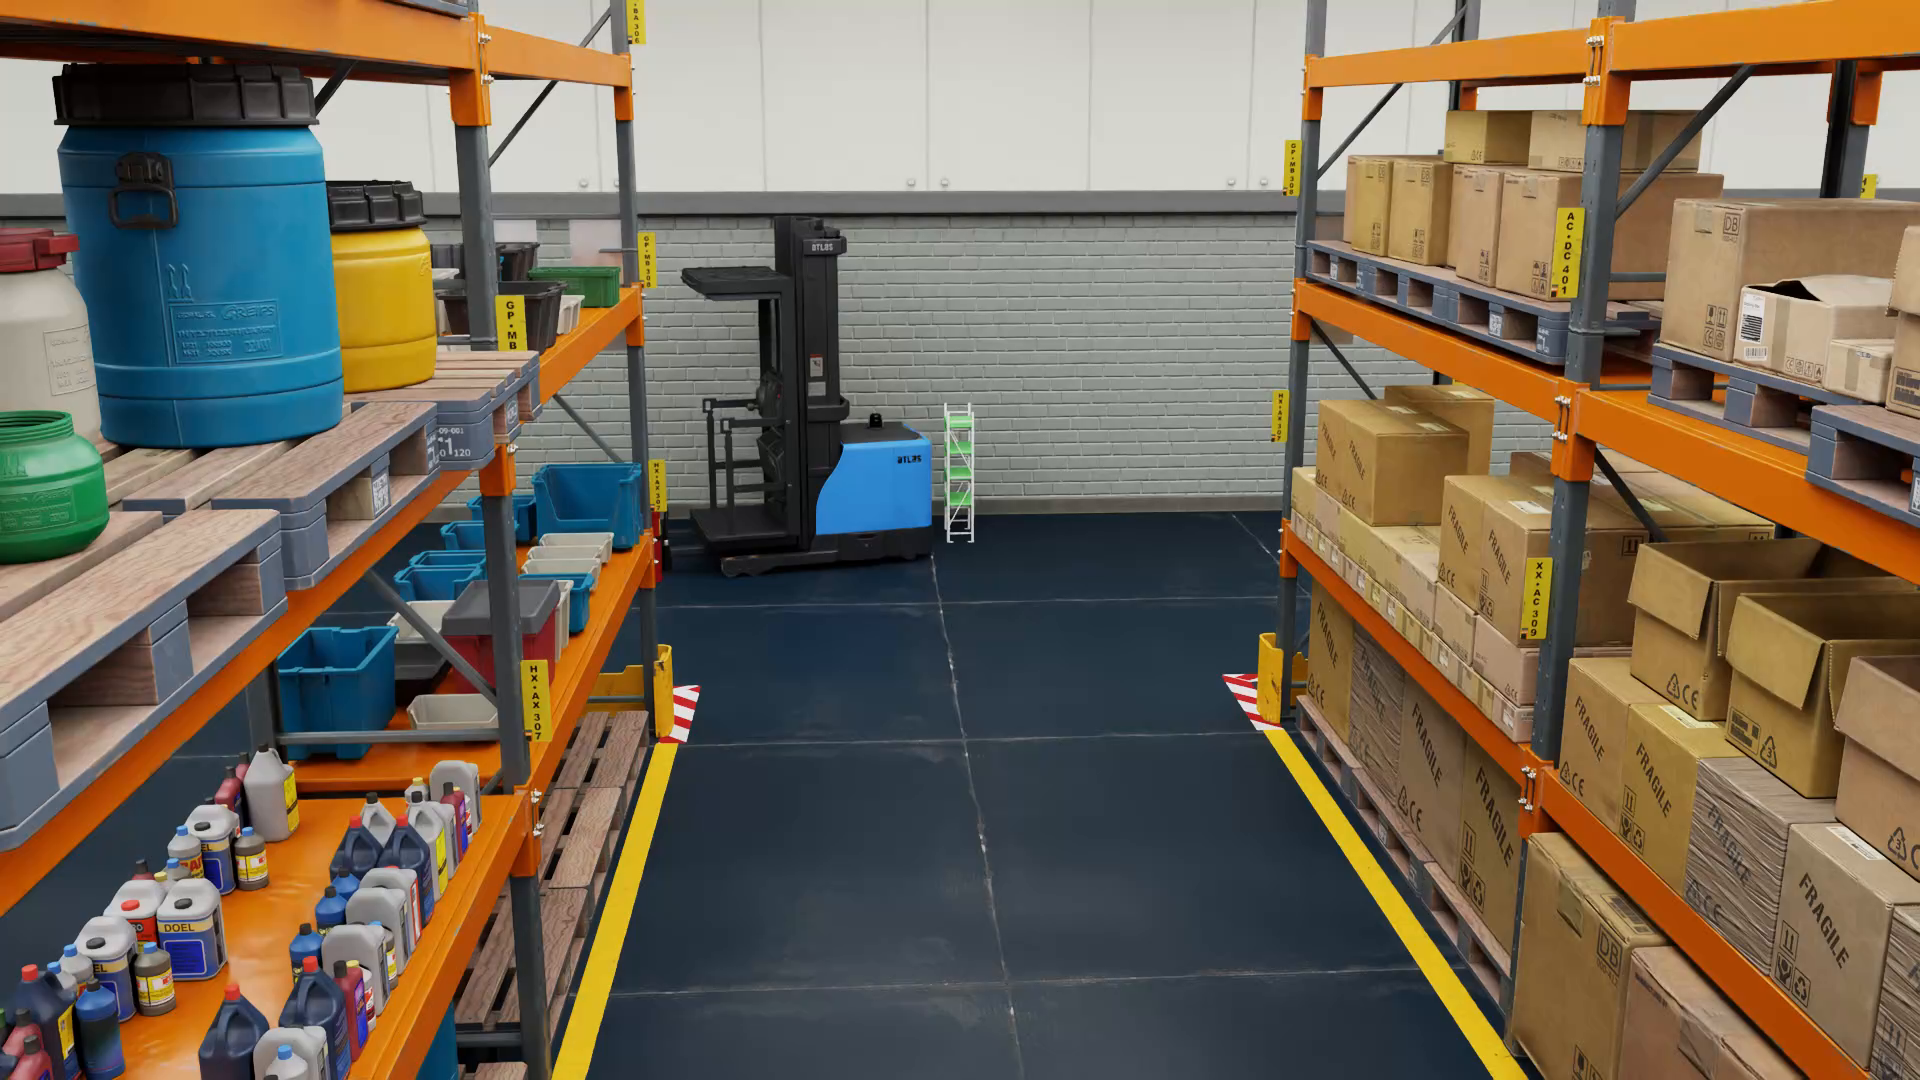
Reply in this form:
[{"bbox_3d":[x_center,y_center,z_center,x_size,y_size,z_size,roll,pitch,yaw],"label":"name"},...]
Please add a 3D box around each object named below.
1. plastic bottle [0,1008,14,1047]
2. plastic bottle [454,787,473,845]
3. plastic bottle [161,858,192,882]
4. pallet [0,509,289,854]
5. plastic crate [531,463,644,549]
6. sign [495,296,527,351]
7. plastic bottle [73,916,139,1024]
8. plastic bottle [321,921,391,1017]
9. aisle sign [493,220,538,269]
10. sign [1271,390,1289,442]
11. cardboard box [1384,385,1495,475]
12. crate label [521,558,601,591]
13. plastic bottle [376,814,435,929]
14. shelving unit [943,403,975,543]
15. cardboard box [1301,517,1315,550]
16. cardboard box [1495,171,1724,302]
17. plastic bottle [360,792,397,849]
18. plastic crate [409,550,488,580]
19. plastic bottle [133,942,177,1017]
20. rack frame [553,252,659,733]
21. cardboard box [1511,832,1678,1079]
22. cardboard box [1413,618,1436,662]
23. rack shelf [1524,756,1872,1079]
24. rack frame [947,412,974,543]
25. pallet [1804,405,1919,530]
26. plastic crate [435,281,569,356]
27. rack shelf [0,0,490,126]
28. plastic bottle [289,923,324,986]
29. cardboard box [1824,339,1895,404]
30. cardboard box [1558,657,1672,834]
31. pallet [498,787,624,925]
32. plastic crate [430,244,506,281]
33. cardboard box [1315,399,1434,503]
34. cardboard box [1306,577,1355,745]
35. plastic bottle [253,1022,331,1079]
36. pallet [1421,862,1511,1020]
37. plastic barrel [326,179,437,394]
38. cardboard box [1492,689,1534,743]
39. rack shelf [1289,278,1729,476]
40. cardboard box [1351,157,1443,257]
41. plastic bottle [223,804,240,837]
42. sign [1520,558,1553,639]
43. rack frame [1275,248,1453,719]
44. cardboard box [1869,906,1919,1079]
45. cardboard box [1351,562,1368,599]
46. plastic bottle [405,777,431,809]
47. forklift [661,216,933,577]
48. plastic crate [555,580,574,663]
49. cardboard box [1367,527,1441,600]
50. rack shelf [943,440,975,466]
[{"bbox_3d":[-2.447,1.347,4.231,0.061,0.283,0.133,-1,14,-3],"label":"plastic bottle"},{"bbox_3d":[-1.772,0.970,5.858,0.097,0.201,0.097,0,14,0],"label":"plastic bottle"},{"bbox_3d":[-2.497,1.114,5.298,0.097,0.201,0.097,0,14,0],"label":"plastic bottle"},{"bbox_3d":[-1.856,0.194,2.834,1.003,0.211,1.213,-1,14,-3],"label":"pallet"},{"bbox_3d":[-2.194,-0.208,9.847,0.616,0.435,0.499,-1,14,-3],"label":"plastic crate"},{"bbox_3d":[-1.605,-0.712,5.961,0.100,0.325,0.005,-1,14,-3],"label":"sign"},{"bbox_3d":[-2.434,1.222,4.731,0.152,0.276,0.135,-1,14,-3],"label":"plastic bottle"},{"bbox_3d":[-1.730,1.213,4.764,0.152,0.276,0.135,-1,14,-3],"label":"plastic bottle"},{"bbox_3d":[-2.702,-1.514,9.899,0.394,0.787,0.004,-1,14,-3],"label":"aisle sign"},{"bbox_3d":[1.988,-0.769,10.323,0.100,0.325,0.005,-1,14,-3],"label":"sign"},{"bbox_3d":[2.834,-0.636,9.902,0.500,0.500,0.500,-1,14,-3],"label":"cardboard box"},{"bbox_3d":[-2.125,0.198,8.871,0.396,0.136,0.243,-1,14,-3],"label":"crate label"},{"bbox_3d":[-1.759,1.046,5.264,0.144,0.351,0.185,-1,14,-3],"label":"plastic bottle"},{"bbox_3d":[-0.010,-0.622,15.260,0.258,1.200,0.503,-1,14,-3],"label":"shelving unit"},{"bbox_3d":[2.252,-0.040,9.889,0.380,0.149,0.250,-1,14,-4],"label":"cardboard box"},{"bbox_3d":[2.681,-1.270,6.904,0.700,0.500,0.500,-2,15,-7],"label":"cardboard box"},{"bbox_3d":[-1.914,1.002,5.434,0.144,0.351,0.185,-1,14,-3],"label":"plastic bottle"},{"bbox_3d":[-2.633,0.204,8.654,0.416,0.233,0.300,-1,14,-3],"label":"plastic crate"},{"bbox_3d":[-2.310,1.251,4.766,0.097,0.201,0.097,0,14,0],"label":"plastic bottle"},{"bbox_3d":[-2.402,-0.242,10.171,1.000,3.000,0.127,-1,14,-3],"label":"rack frame"},{"bbox_3d":[2.849,1.661,6.197,1.225,0.875,0.875,-1,14,-3],"label":"cardboard box"},{"bbox_3d":[2.380,0.471,7.903,0.380,0.149,0.250,-1,14,-2],"label":"cardboard box"},{"bbox_3d":[2.914,1.522,4.759,1.077,0.370,4.000,-1,14,-3],"label":"rack shelf"},{"bbox_3d":[0.005,-0.562,15.025,0.240,1.200,0.015,-1,14,-3],"label":"rack frame"},{"bbox_3d":[2.872,-0.128,4.085,1.003,0.211,1.213,0,14,-1],"label":"pallet"},{"bbox_3d":[-1.957,-0.950,7.165,0.497,0.269,0.590,-1,14,-3],"label":"plastic crate"},{"bbox_3d":[-2.030,-1.113,3.764,1.077,0.370,4.000,-1,14,-3],"label":"rack shelf"},{"bbox_3d":[-1.853,1.222,4.739,0.097,0.271,0.097,0,14,0],"label":"plastic bottle"},{"bbox_3d":[2.732,-0.486,4.759,0.380,0.149,0.250,-1,15,-6],"label":"cardboard box"},{"bbox_3d":[2.569,0.746,6.130,0.500,0.500,0.500,-1,14,-3],"label":"cardboard box"},{"bbox_3d":[-2.317,1.617,8.543,1.003,0.211,1.213,-1,14,-3],"label":"pallet"},{"bbox_3d":[-2.581,-1.281,8.312,0.504,0.338,0.767,-1,14,-3],"label":"plastic crate"},{"bbox_3d":[2.333,-0.505,9.393,0.500,0.500,0.500,-1,14,-5],"label":"cardboard box"},{"bbox_3d":[2.661,0.665,10.067,0.875,0.875,0.875,-1,14,-3],"label":"cardboard box"},{"bbox_3d":[-1.696,1.350,4.232,0.152,0.276,0.135,-1,14,-3],"label":"plastic bottle"},{"bbox_3d":[2.821,1.836,7.689,1.003,0.211,1.213,-1,14,-3],"label":"pallet"},{"bbox_3d":[-1.895,-0.771,4.985,0.600,0.588,0.600,0,14,0],"label":"plastic barrel"},{"bbox_3d":[2.444,0.727,6.908,0.380,0.149,0.250,-1,14,-3],"label":"cardboard box"},{"bbox_3d":[2.666,-0.925,8.251,1.077,0.370,4.000,-1,14,-3],"label":"rack shelf"},{"bbox_3d":[2.542,-1.801,8.967,0.700,0.500,0.500,-1,14,-5],"label":"cardboard box"},{"bbox_3d":[-2.523,1.008,5.710,0.097,0.201,0.097,0,14,0],"label":"plastic bottle"},{"bbox_3d":[2.236,0.228,6.450,0.100,0.325,0.005,-1,14,-3],"label":"sign"},{"bbox_3d":[2.542,-0.319,10.469,1.000,3.000,0.127,-1,14,-3],"label":"rack frame"},{"bbox_3d":[2.699,1.250,4.169,0.500,0.500,0.500,-1,14,-5],"label":"cardboard box"},{"bbox_3d":[2.317,0.216,8.894,0.380,0.149,0.250,-1,14,-4],"label":"cardboard box"},{"bbox_3d":[-1.930,0.948,5.943,0.097,0.201,0.097,0,14,0],"label":"plastic bottle"},{"bbox_3d":[-1.809,-1.252,14.232,3.031,2.935,1.130,-4,15,-16],"label":"forklift"},{"bbox_3d":[-2.064,0.398,7.799,0.437,0.282,0.530,-1,14,-3],"label":"plastic crate"},{"bbox_3d":[2.406,0.117,8.478,0.500,0.250,0.500,-1,14,-5],"label":"cardboard box"},{"bbox_3d":[-0.010,-0.793,15.217,0.258,0.148,0.480,-1,14,-3],"label":"rack shelf"}]
